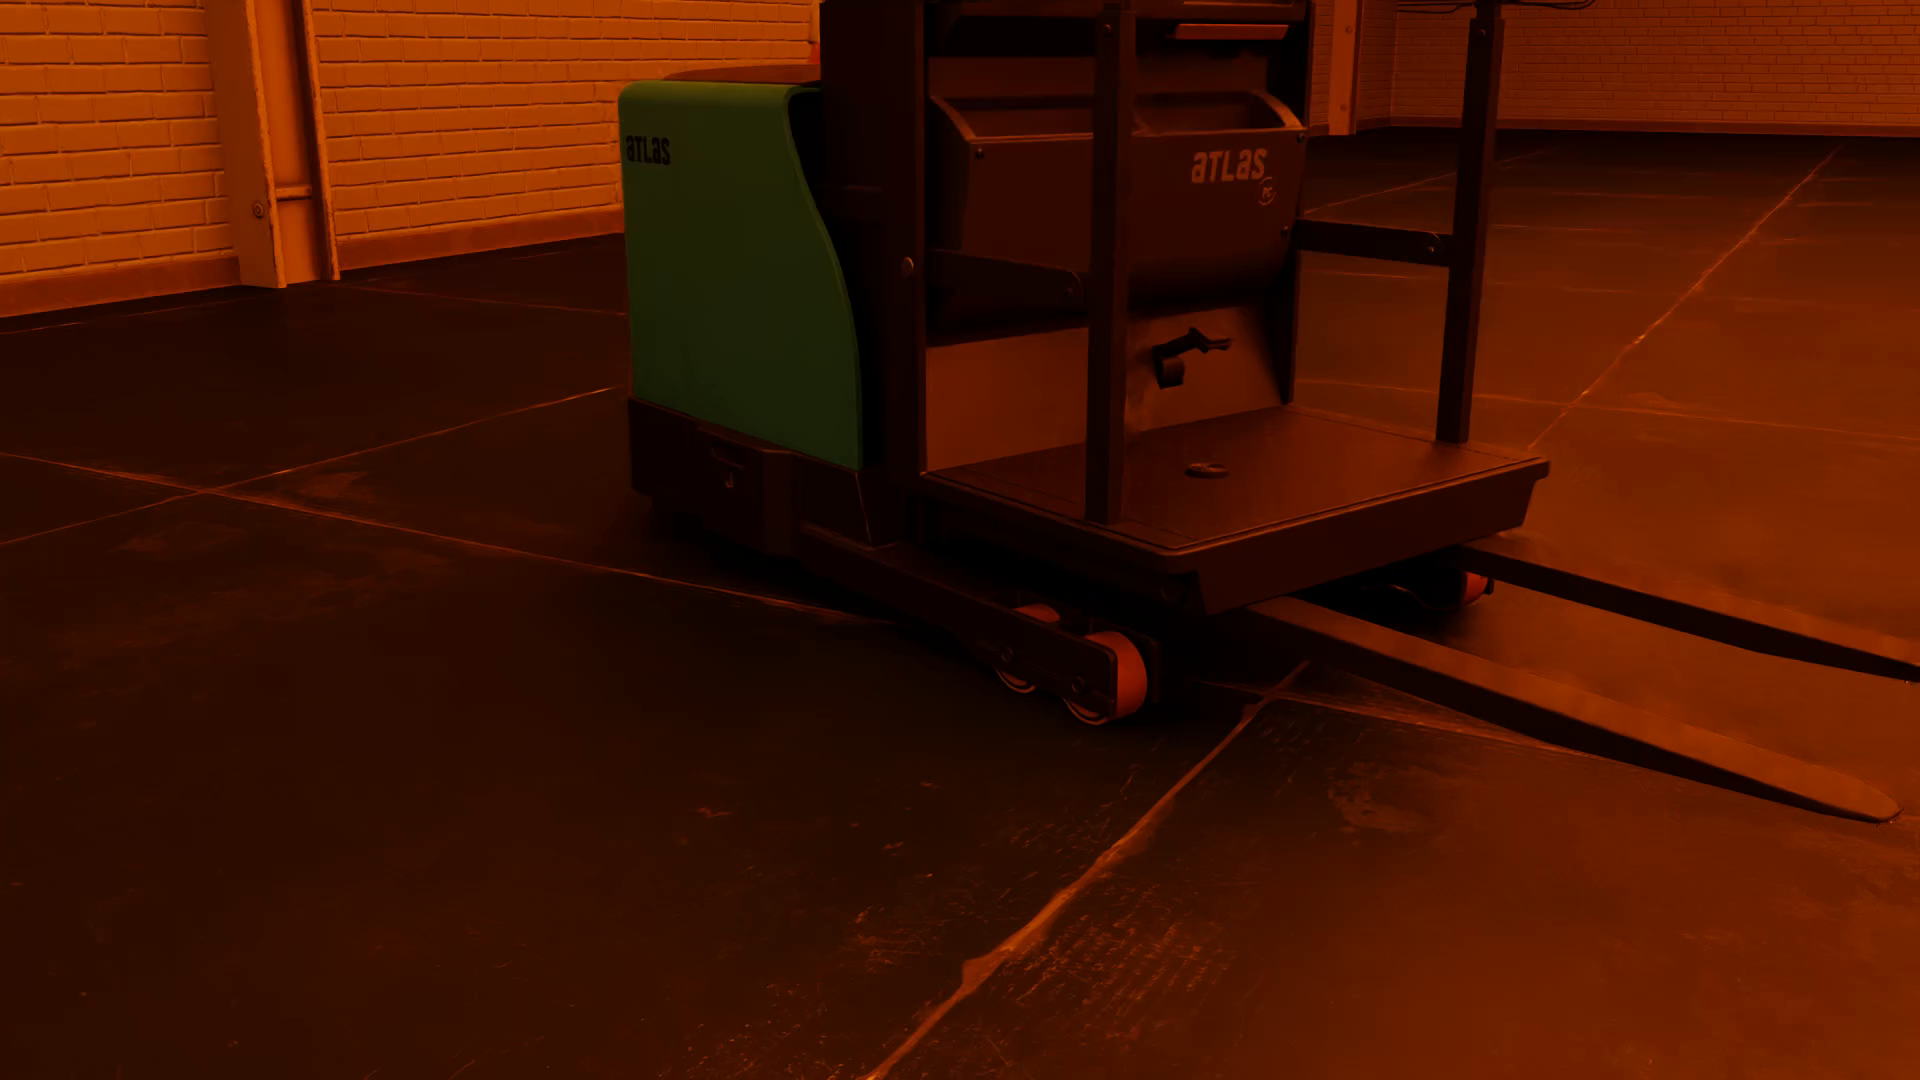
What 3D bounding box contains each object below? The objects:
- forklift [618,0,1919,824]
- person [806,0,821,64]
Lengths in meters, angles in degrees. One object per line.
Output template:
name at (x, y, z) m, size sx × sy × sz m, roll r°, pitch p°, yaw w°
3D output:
forklift at (0.471, -1.237, 3.054) m, size 1.130 × 2.935 × 3.031 m, roll -13°, pitch 21°, yaw -36°
person at (-0.390, -1.722, 6.948) m, size 0.497 × 1.677 × 0.391 m, roll -2°, pitch 16°, yaw -6°
